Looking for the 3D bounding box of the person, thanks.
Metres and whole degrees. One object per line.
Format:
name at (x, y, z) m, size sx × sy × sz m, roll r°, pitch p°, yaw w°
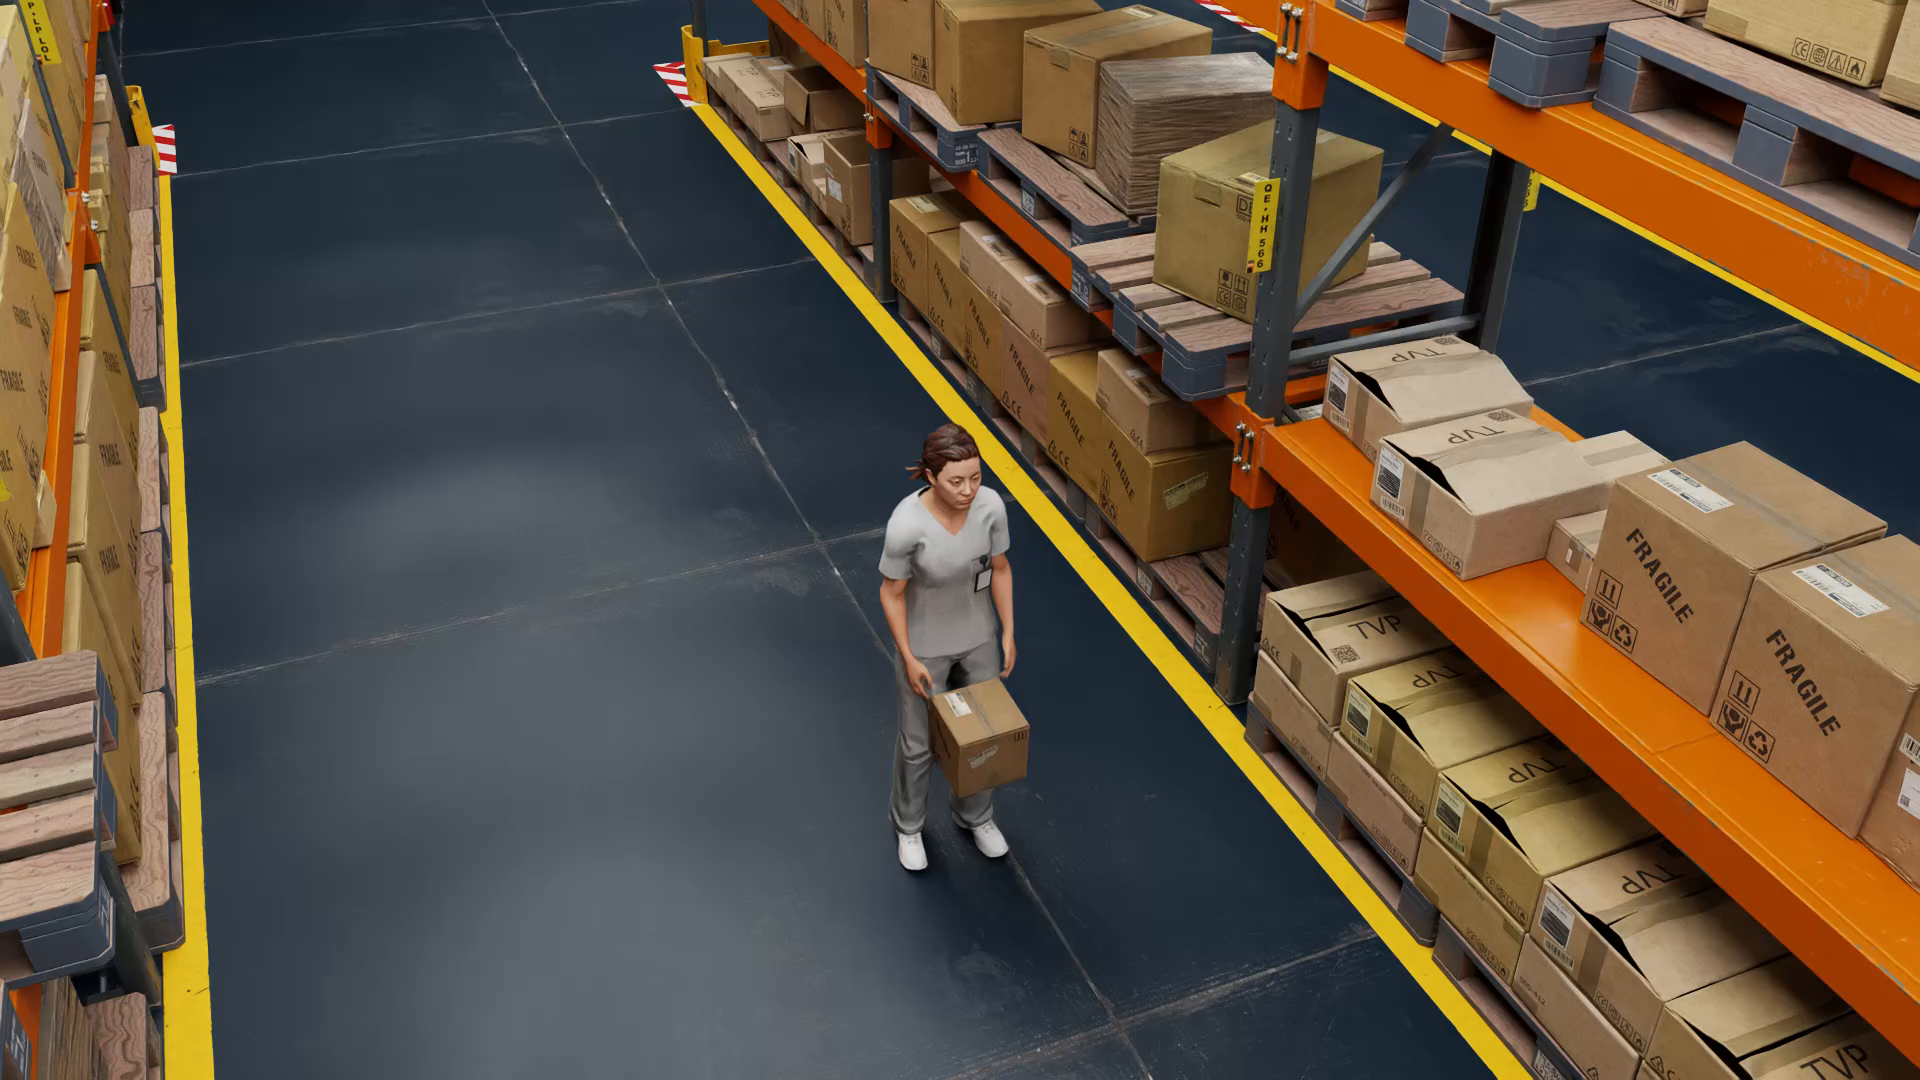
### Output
person at (-0.024, 0.367, 5.587) m, size 0.471 × 1.676 × 0.414 m, roll -14°, pitch 36°, yaw -20°
